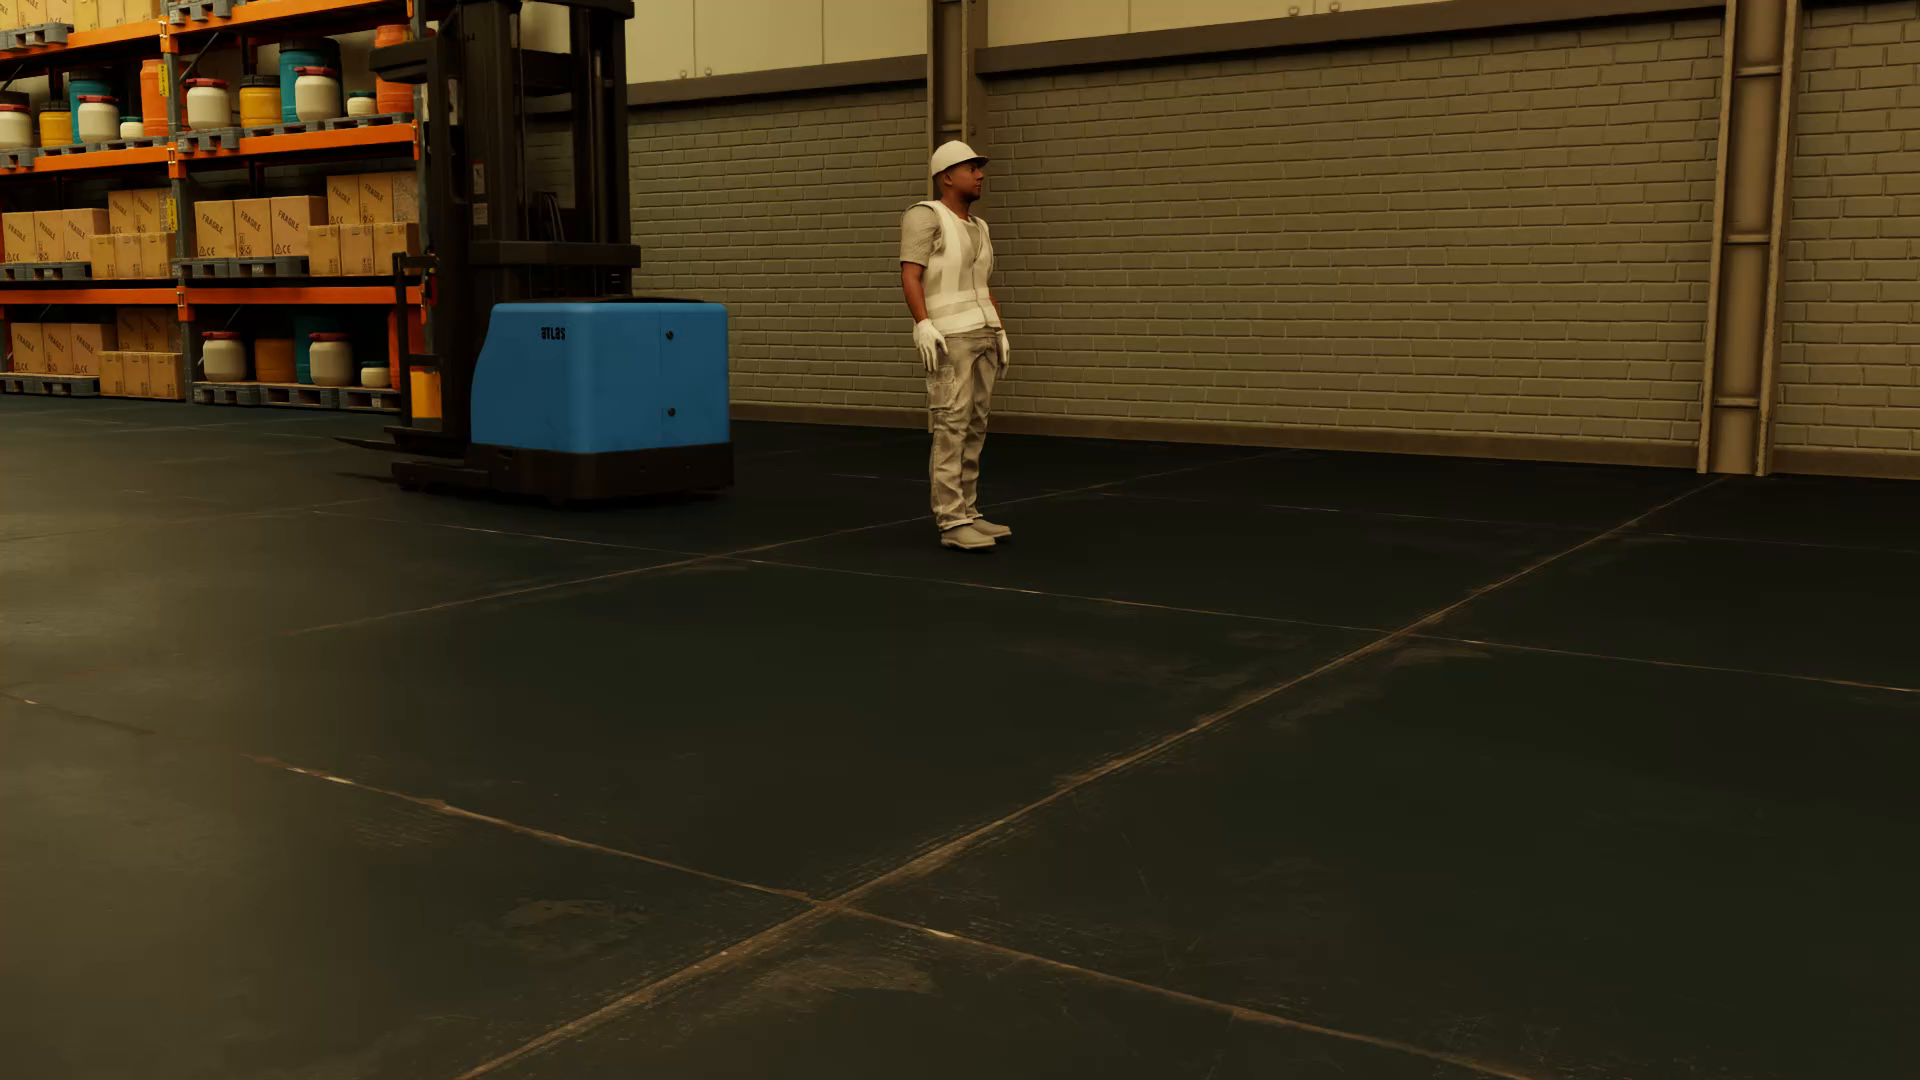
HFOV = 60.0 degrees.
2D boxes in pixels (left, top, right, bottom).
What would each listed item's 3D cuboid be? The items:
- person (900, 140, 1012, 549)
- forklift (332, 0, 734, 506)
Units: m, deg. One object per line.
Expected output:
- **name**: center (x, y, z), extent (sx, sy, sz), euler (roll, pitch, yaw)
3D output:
- **person**: center (0.054, -0.883, 7.430), extent (0.577, 1.782, 0.656), euler (5, 10, 34)
- **forklift**: center (-2.679, -1.776, 9.685), extent (3.031, 2.935, 1.130), euler (7, 11, 42)
